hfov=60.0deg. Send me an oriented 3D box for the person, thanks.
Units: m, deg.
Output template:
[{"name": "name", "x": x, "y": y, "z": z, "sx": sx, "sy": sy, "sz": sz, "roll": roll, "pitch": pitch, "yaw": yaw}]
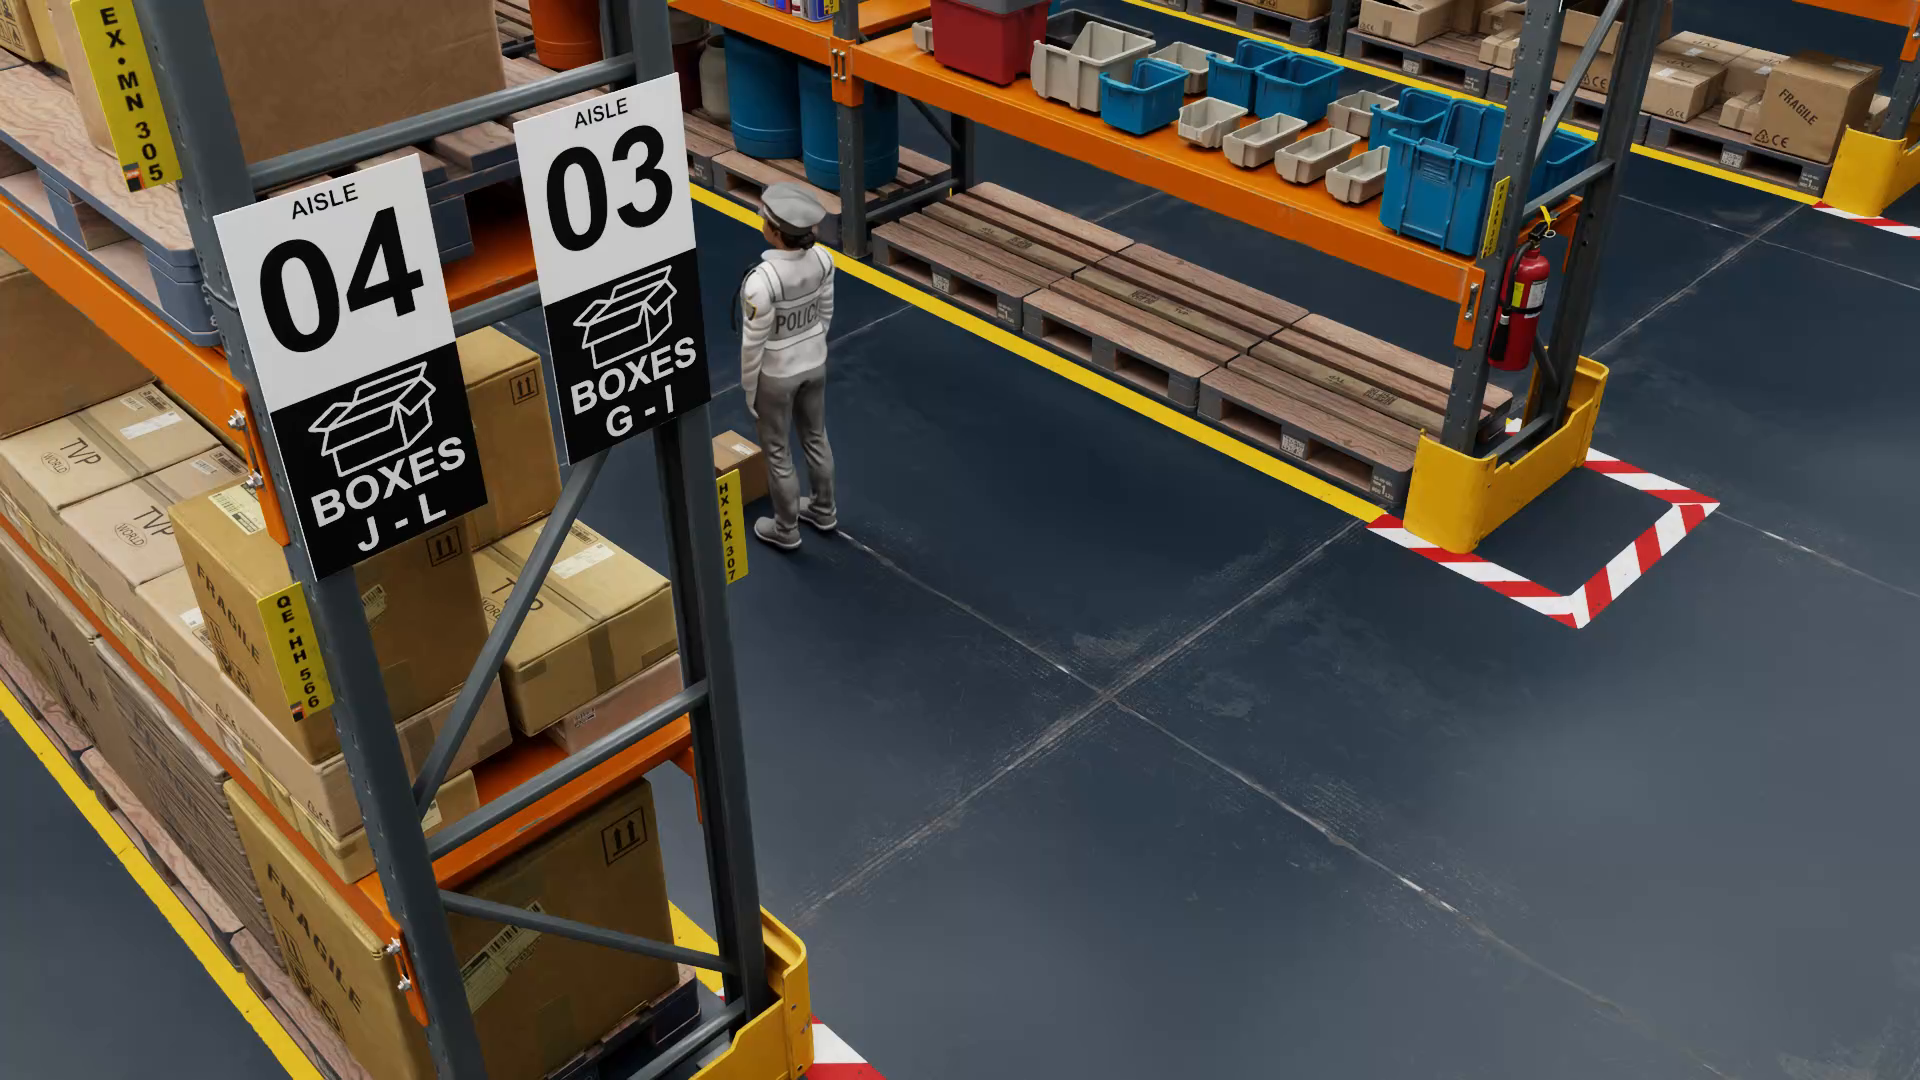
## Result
[{"name": "person", "x": -0.725, "y": -0.719, "z": 7.081, "sx": 0.487, "sy": 1.700, "sz": 0.380, "roll": -30, "pitch": 45, "yaw": -35}]
